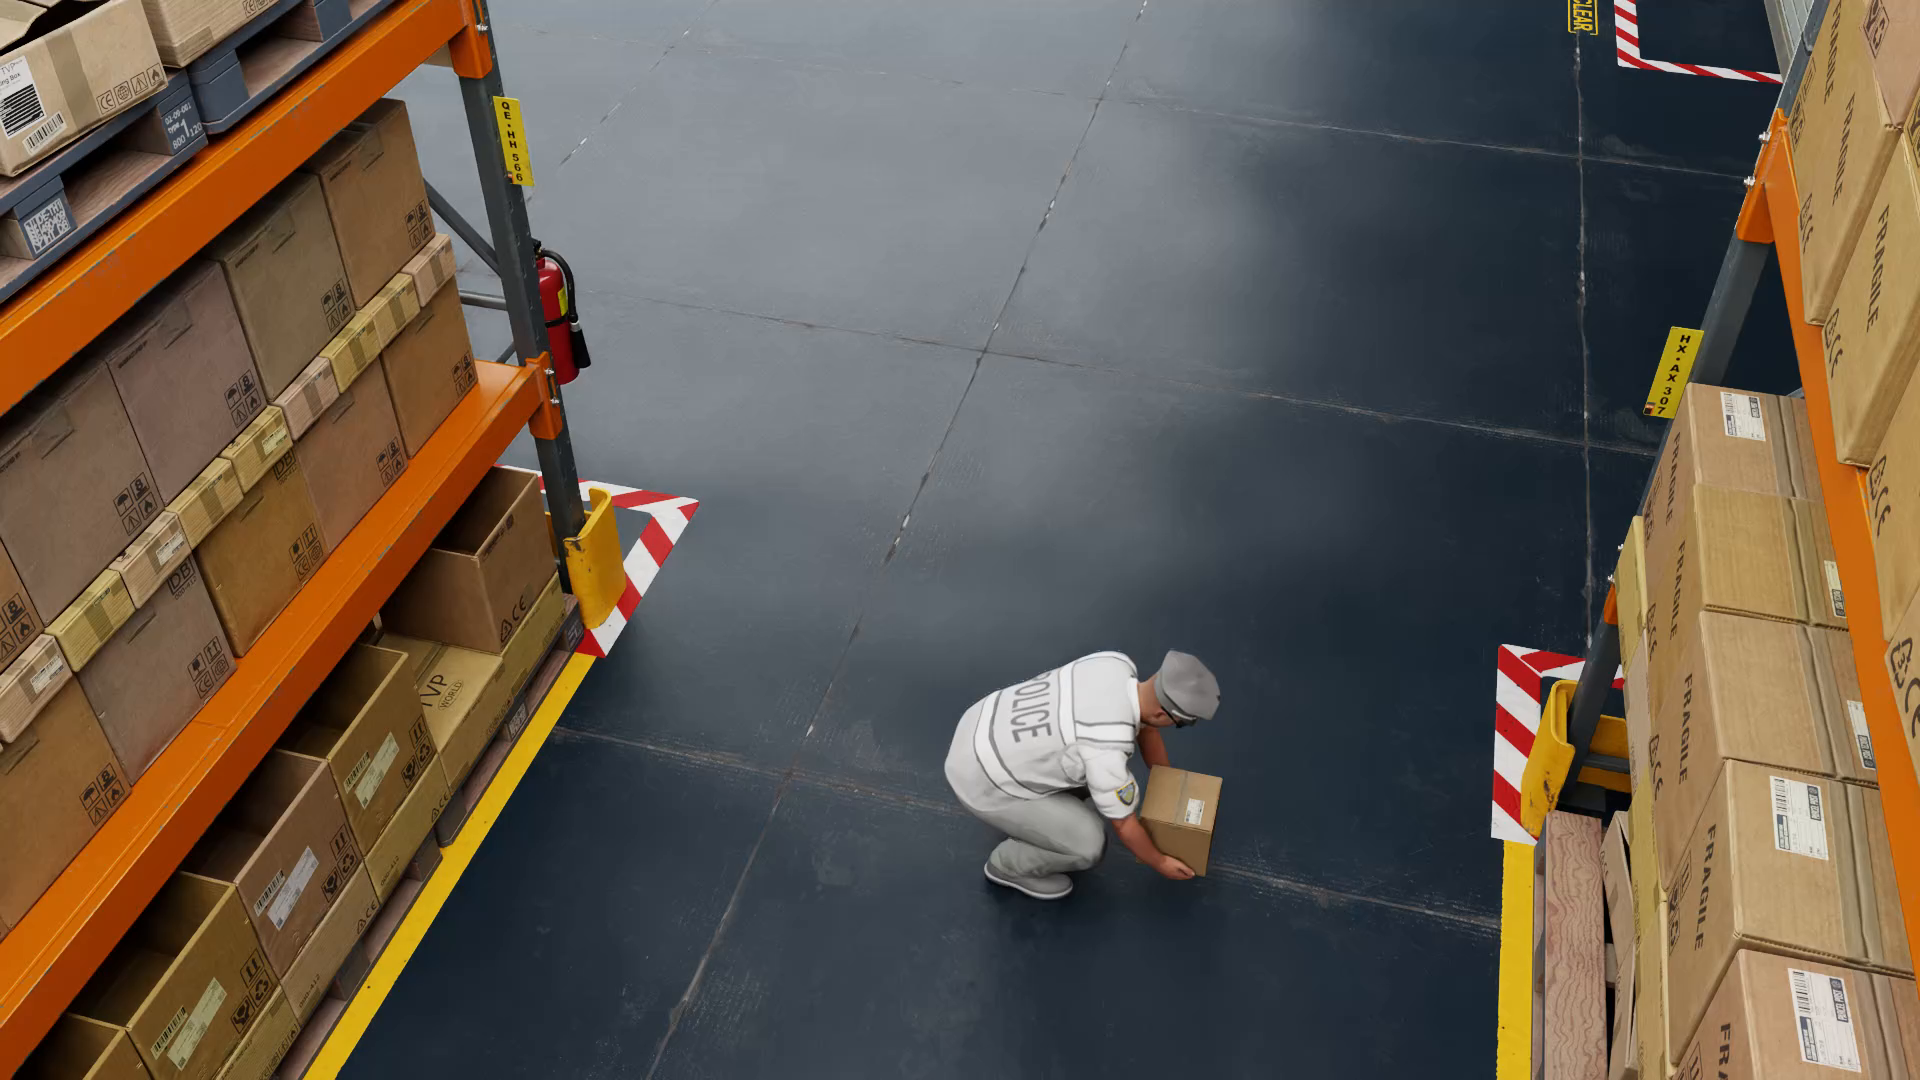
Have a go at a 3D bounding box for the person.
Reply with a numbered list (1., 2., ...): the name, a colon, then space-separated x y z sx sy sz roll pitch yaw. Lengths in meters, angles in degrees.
1. person: 0.419 0.780 5.821 0.913 1.012 0.570 10 42 11
